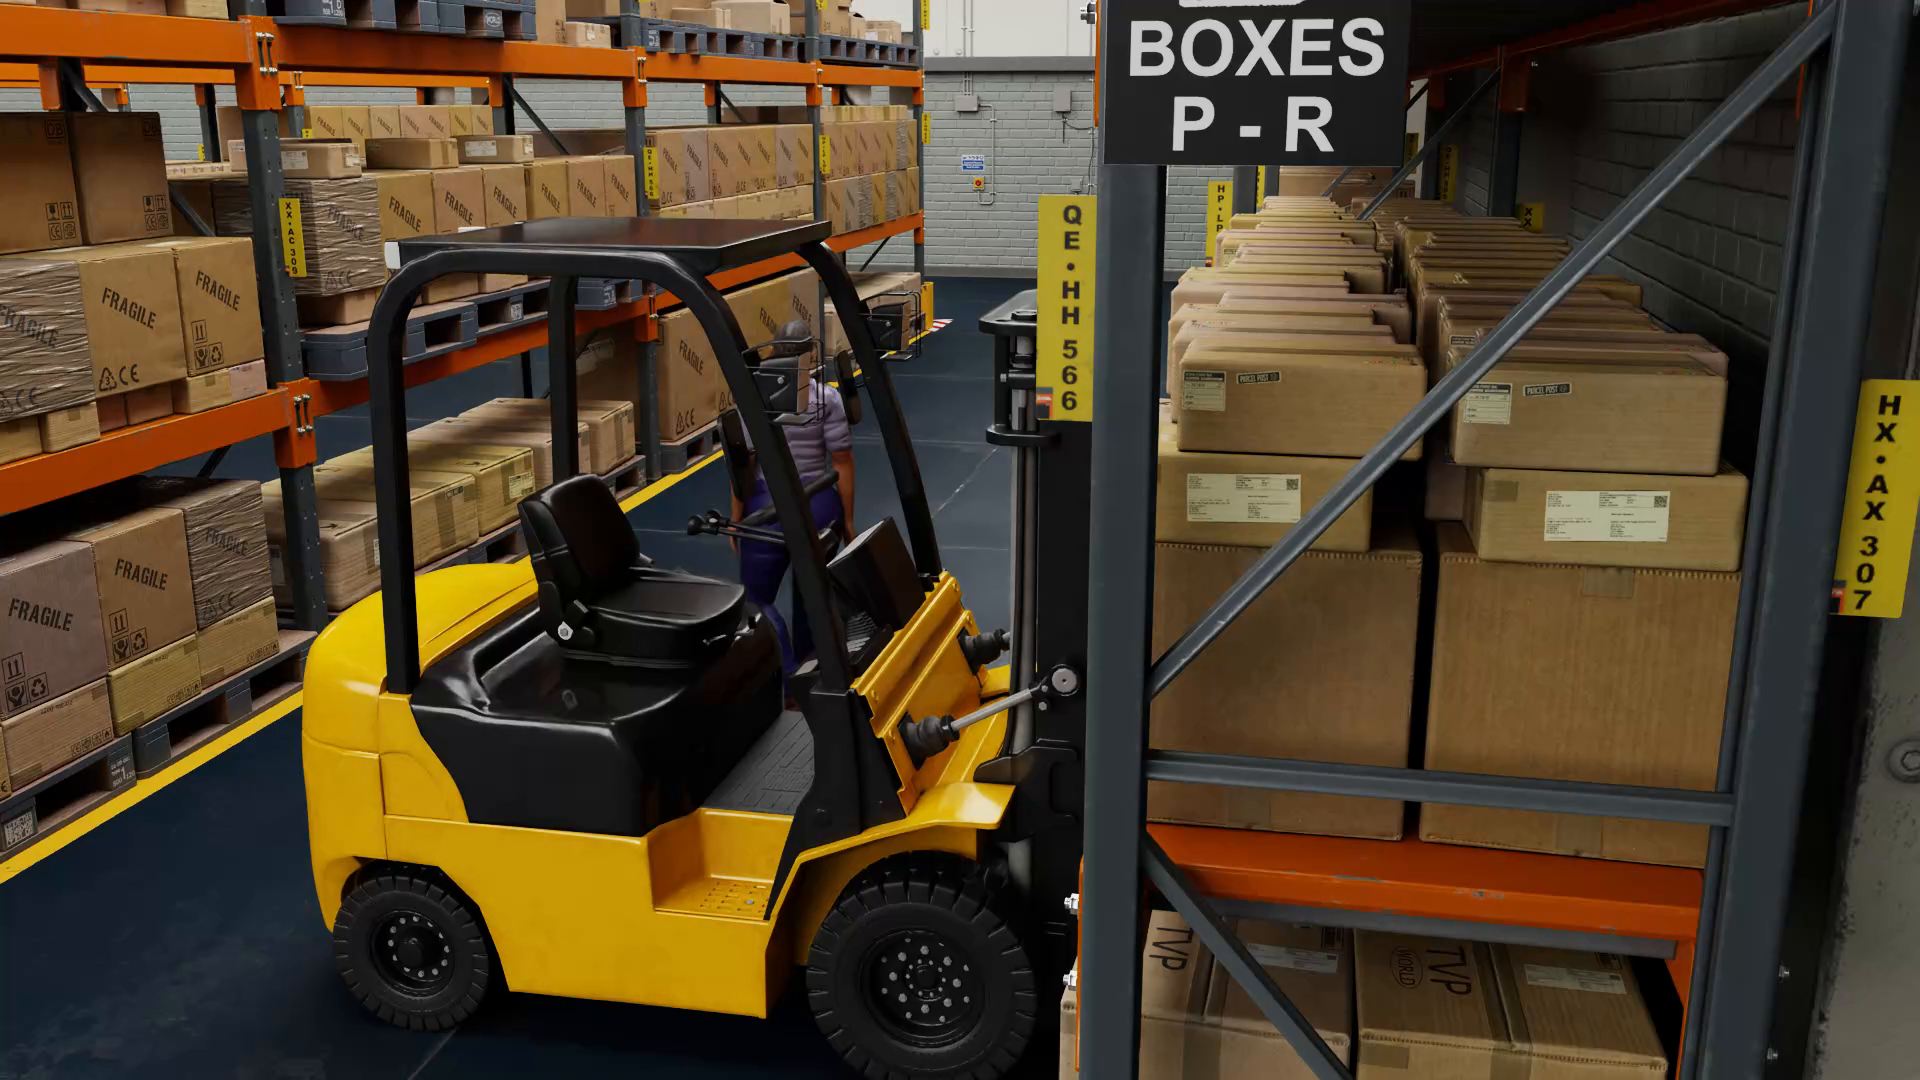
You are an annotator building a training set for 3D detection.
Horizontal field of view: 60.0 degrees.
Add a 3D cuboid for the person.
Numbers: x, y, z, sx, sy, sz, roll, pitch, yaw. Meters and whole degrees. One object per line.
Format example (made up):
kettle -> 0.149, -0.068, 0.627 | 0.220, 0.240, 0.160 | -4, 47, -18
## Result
person -> -0.678, -0.047, 6.769 | 0.556, 1.620, 0.558 | -6, 16, -20
